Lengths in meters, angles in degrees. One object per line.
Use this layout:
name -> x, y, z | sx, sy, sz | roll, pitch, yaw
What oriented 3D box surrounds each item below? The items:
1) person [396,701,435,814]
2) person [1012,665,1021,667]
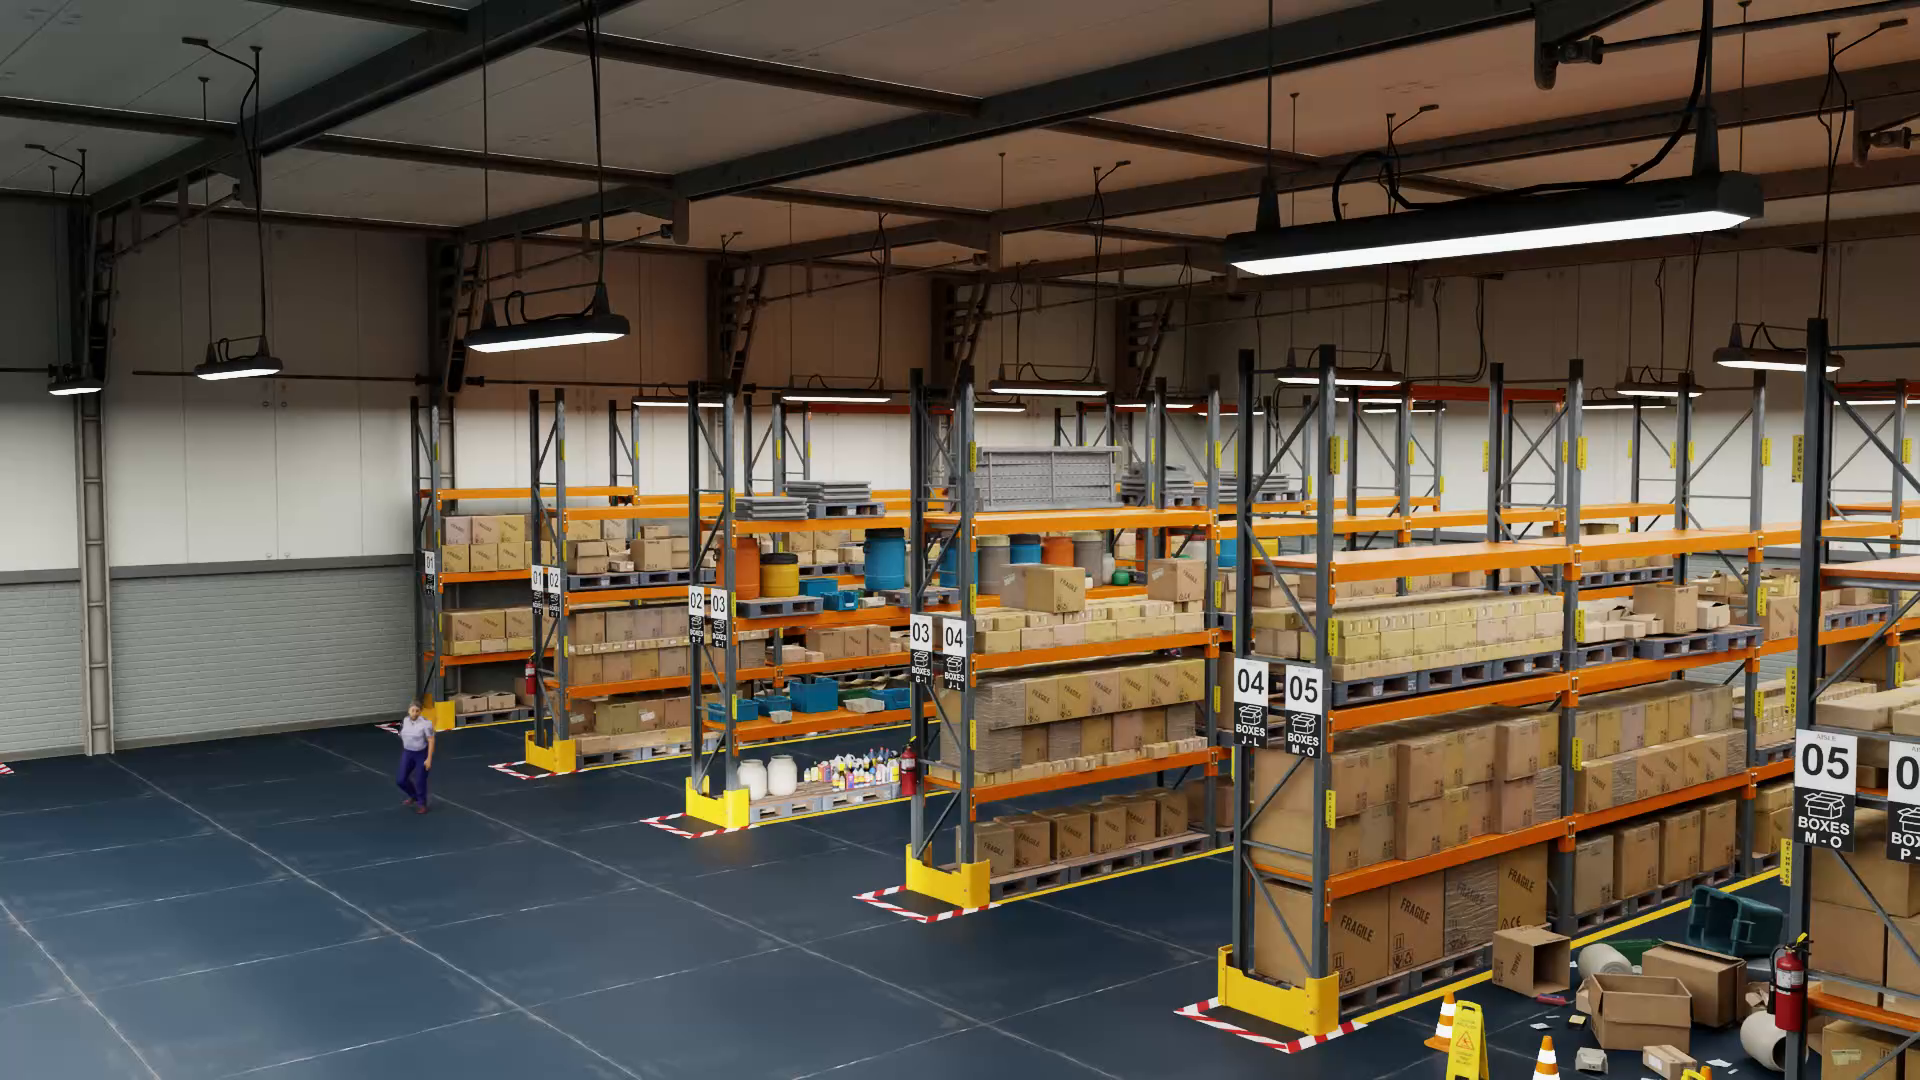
person -> -7.544, 3.008, 23.111 | 0.650, 1.616, 0.528 | 1, 3, 13
person -> 0.764, 2.618, 28.401 | 0.594, 1.735, 0.704 | -2, 4, -36
